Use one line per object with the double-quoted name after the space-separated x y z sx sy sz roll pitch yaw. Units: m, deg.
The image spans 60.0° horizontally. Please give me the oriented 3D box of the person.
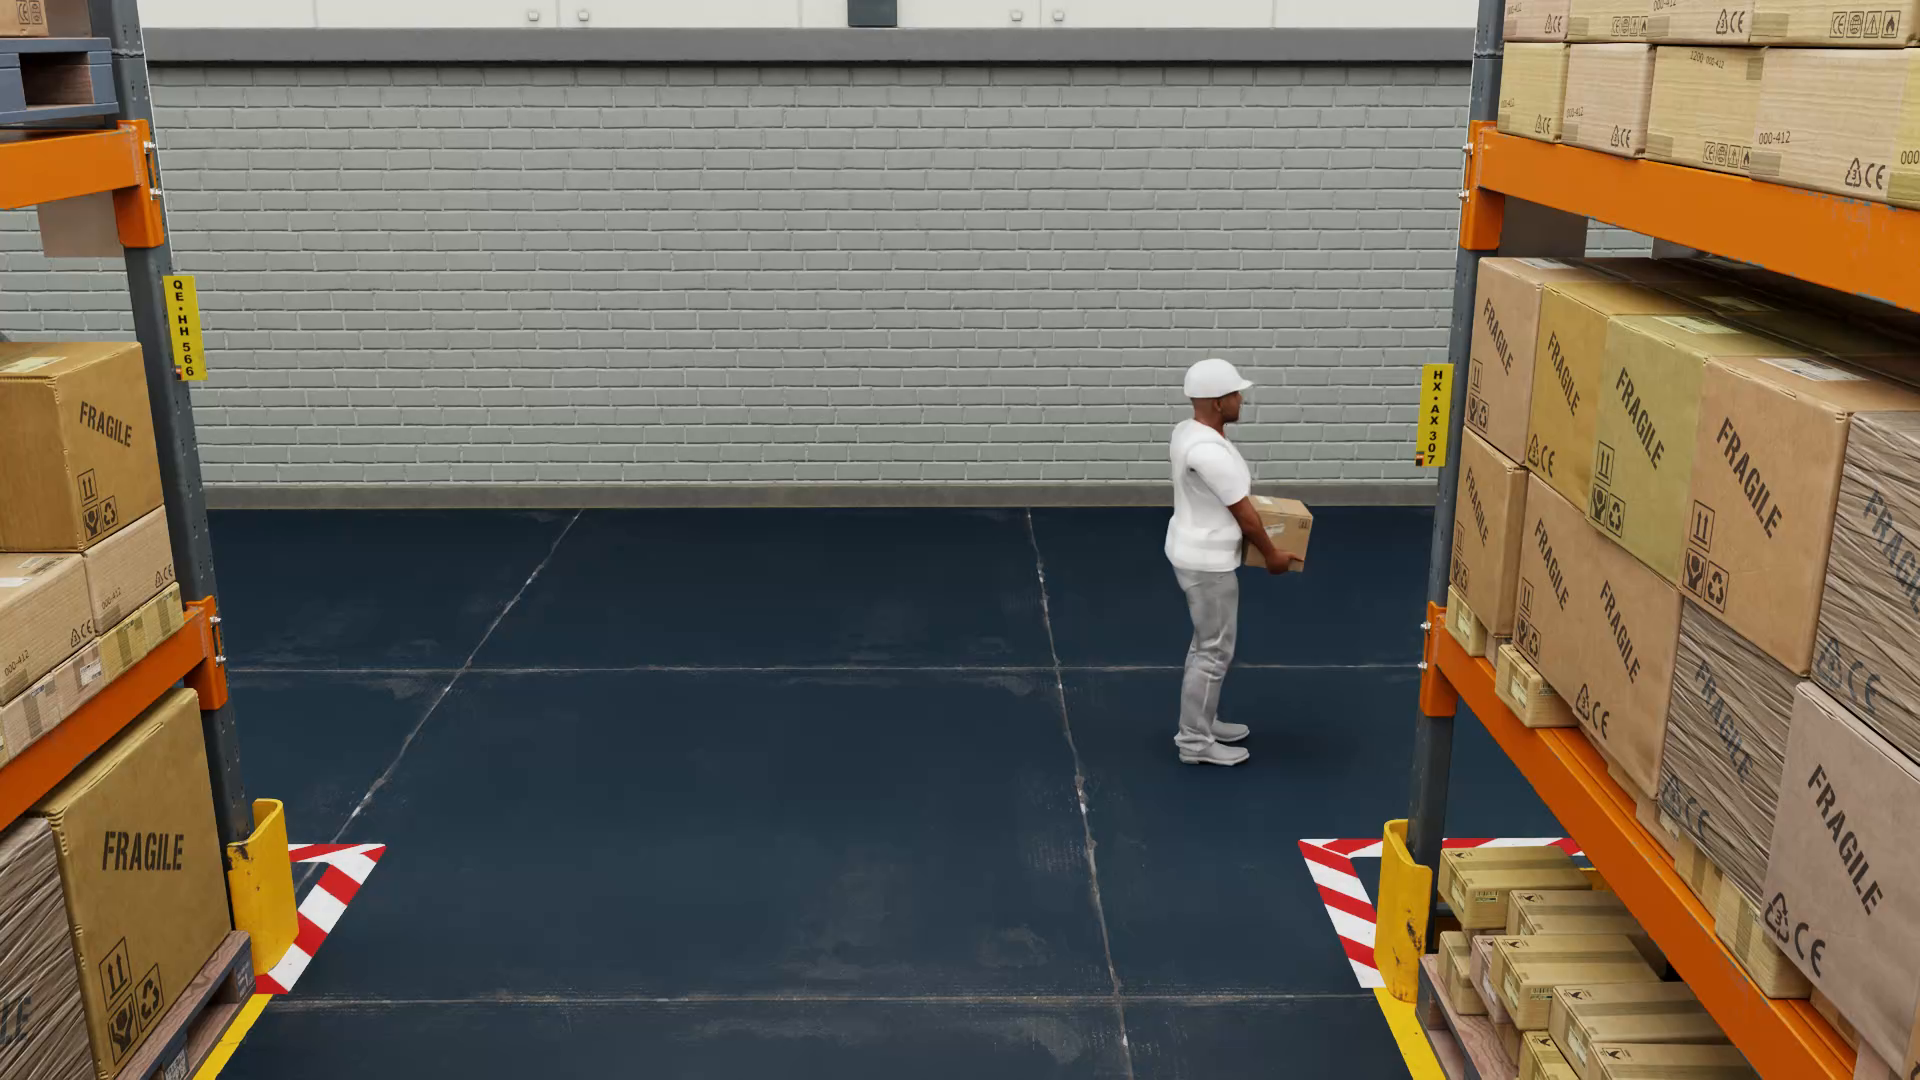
1.179 0.087 7.220 0.567 1.763 0.505 0 17 -1 "person"
